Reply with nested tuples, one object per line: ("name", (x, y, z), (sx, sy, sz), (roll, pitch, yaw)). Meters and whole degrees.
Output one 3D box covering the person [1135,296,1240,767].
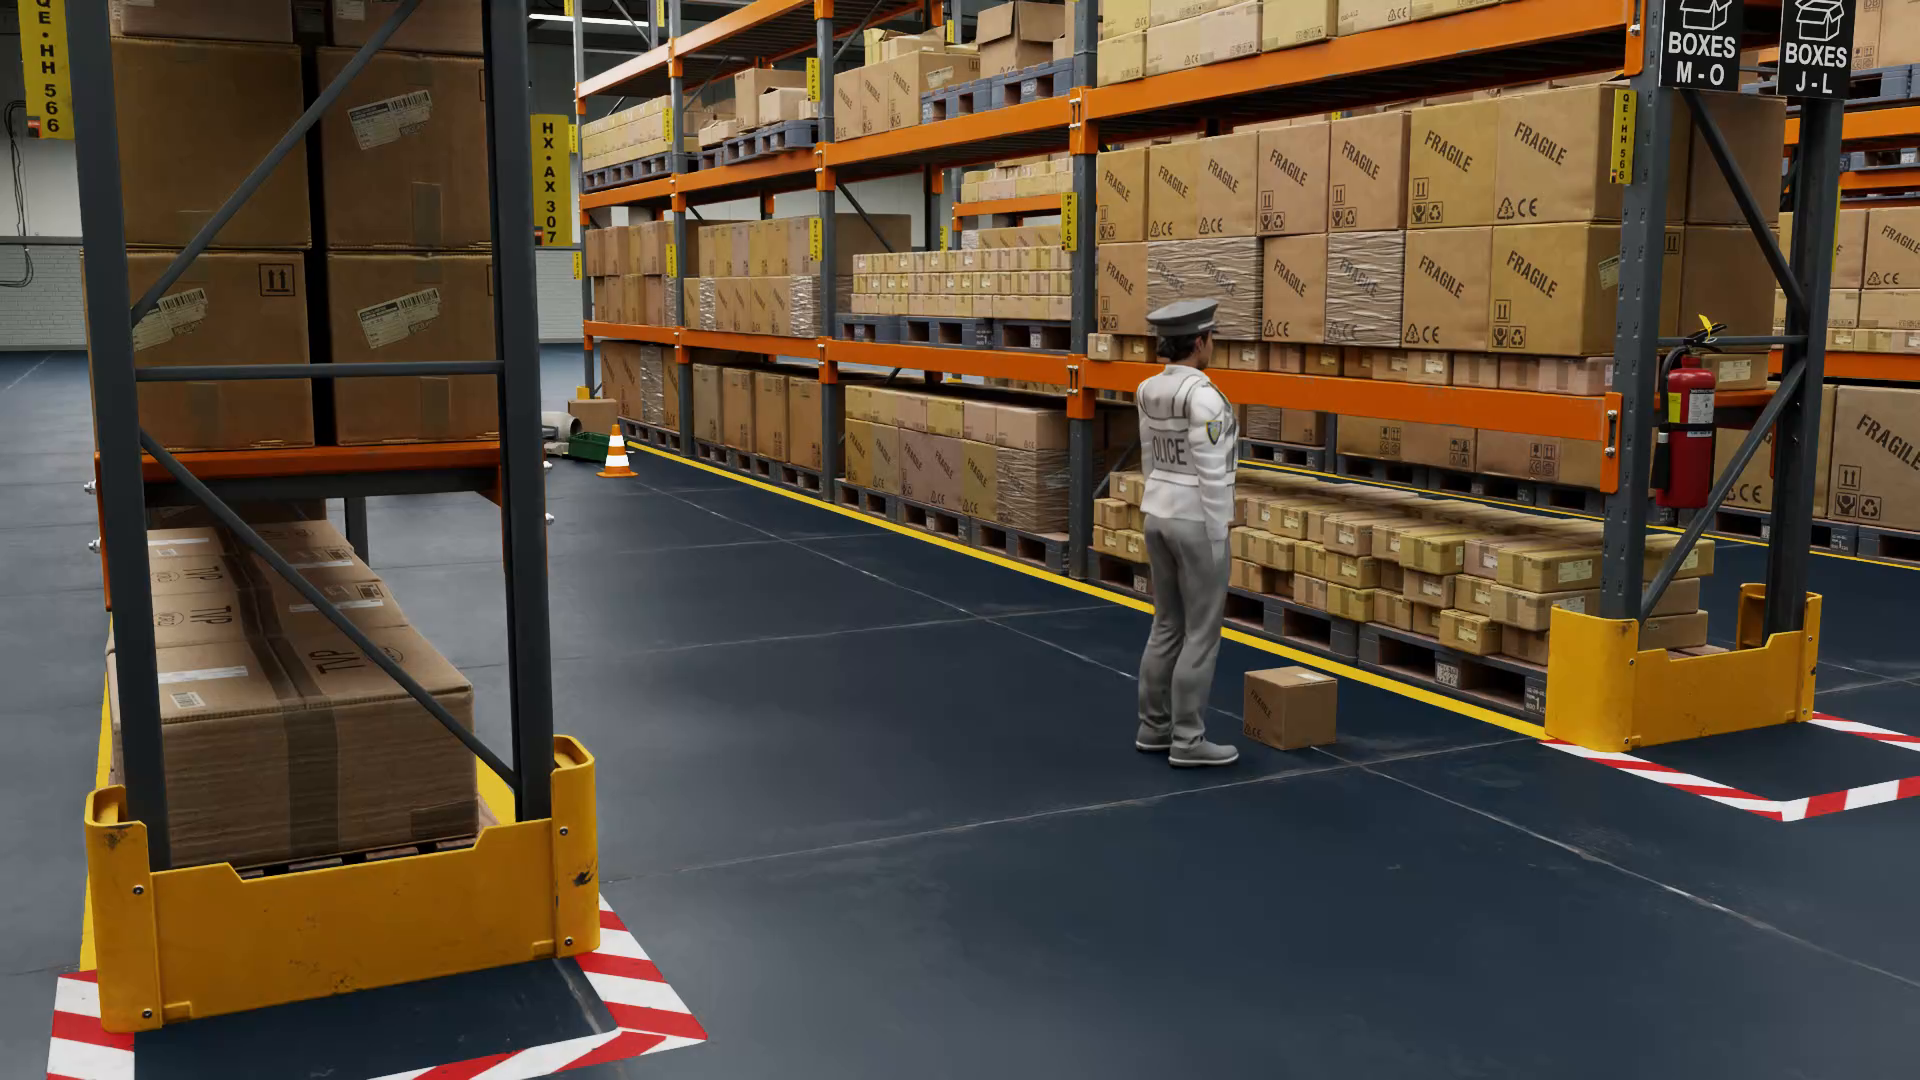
("person", (0.828, -0.035, 6.032), (0.336, 1.679, 0.466), (-4, 9, -25))
